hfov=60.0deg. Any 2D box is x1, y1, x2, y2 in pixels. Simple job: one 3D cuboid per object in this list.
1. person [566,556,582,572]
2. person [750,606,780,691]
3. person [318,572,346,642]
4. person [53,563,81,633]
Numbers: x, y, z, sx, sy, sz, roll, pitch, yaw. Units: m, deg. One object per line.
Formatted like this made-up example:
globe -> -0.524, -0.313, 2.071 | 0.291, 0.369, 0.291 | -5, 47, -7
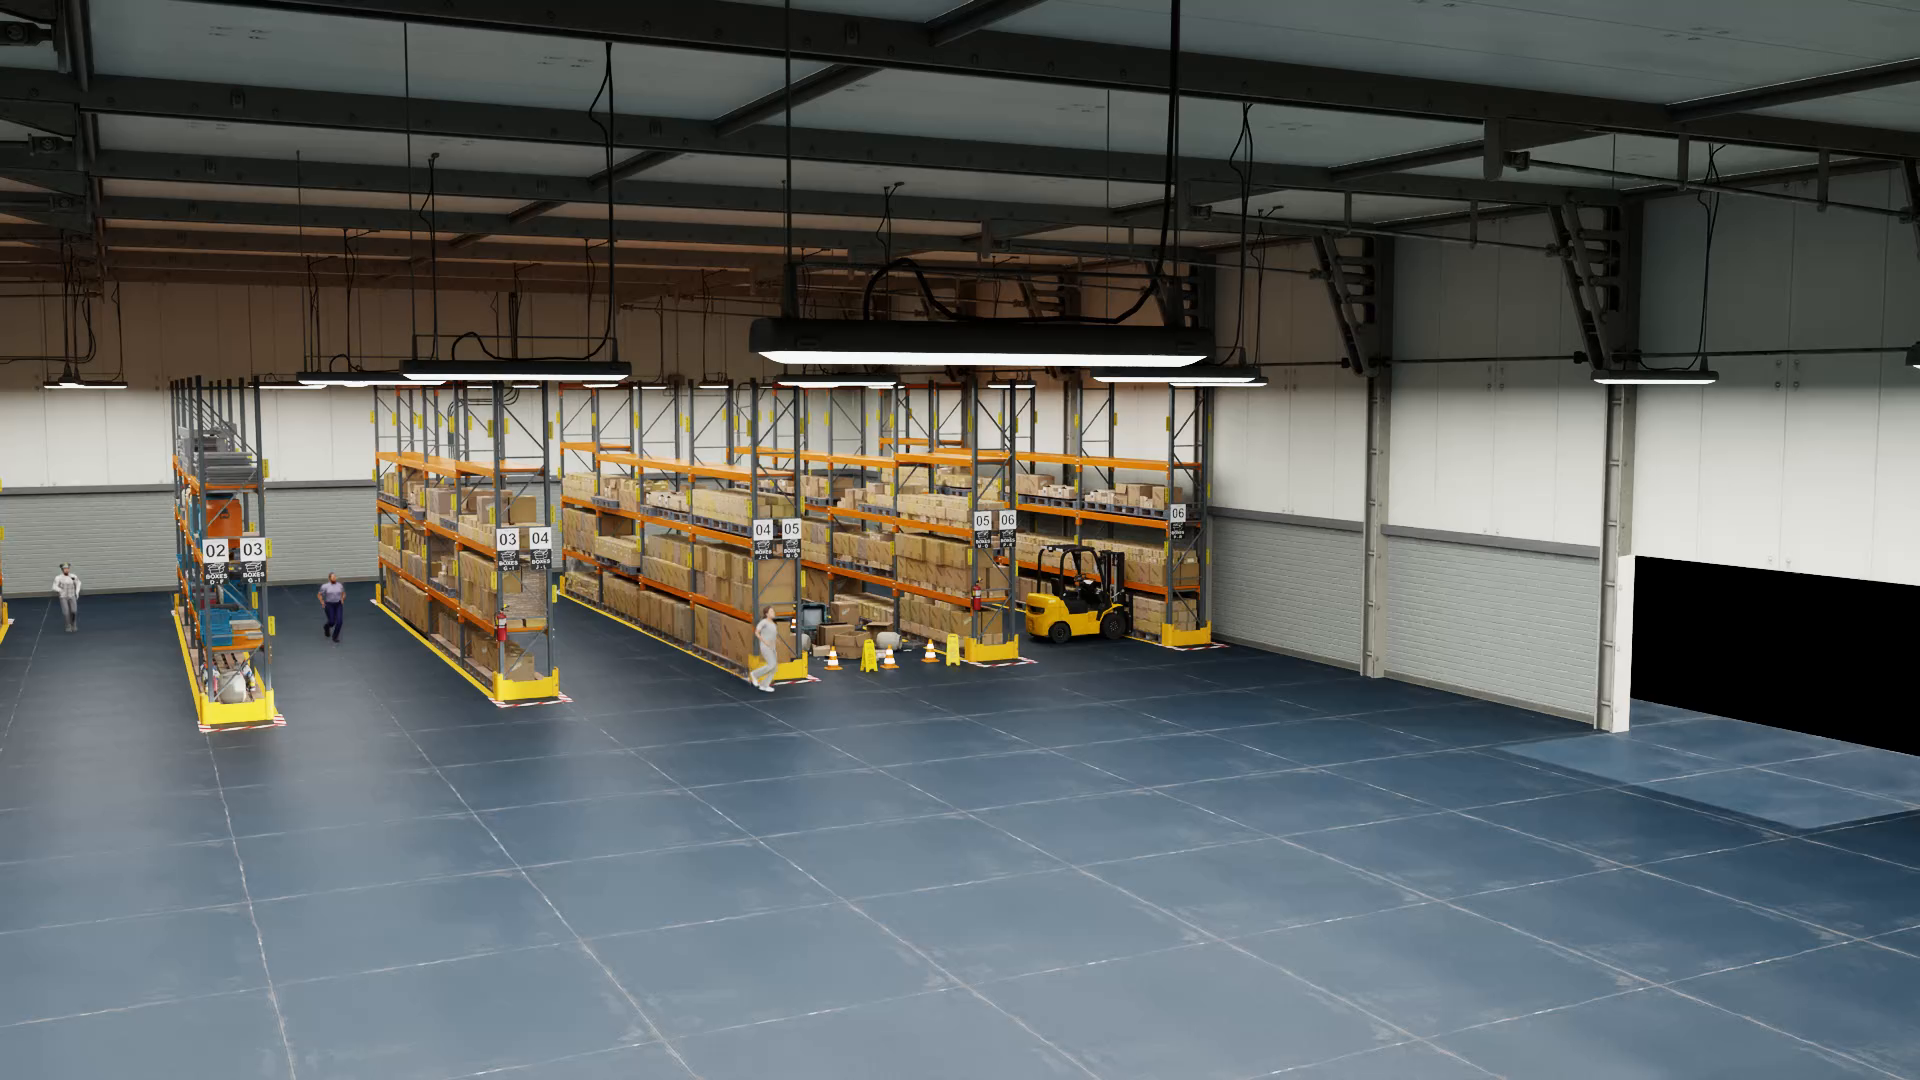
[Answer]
person -> -11.234, 0.549, 48.632 | 0.581, 1.728, 0.650 | -5, 7, -43
person -> -3.708, 2.078, 31.956 | 0.541, 1.623, 0.593 | 2, 6, 24
person -> -14.352, 1.547, 38.110 | 0.607, 1.606, 0.549 | -4, 7, -39
person -> -21.218, 1.375, 39.536 | 0.609, 1.685, 0.633 | -3, 6, -32
